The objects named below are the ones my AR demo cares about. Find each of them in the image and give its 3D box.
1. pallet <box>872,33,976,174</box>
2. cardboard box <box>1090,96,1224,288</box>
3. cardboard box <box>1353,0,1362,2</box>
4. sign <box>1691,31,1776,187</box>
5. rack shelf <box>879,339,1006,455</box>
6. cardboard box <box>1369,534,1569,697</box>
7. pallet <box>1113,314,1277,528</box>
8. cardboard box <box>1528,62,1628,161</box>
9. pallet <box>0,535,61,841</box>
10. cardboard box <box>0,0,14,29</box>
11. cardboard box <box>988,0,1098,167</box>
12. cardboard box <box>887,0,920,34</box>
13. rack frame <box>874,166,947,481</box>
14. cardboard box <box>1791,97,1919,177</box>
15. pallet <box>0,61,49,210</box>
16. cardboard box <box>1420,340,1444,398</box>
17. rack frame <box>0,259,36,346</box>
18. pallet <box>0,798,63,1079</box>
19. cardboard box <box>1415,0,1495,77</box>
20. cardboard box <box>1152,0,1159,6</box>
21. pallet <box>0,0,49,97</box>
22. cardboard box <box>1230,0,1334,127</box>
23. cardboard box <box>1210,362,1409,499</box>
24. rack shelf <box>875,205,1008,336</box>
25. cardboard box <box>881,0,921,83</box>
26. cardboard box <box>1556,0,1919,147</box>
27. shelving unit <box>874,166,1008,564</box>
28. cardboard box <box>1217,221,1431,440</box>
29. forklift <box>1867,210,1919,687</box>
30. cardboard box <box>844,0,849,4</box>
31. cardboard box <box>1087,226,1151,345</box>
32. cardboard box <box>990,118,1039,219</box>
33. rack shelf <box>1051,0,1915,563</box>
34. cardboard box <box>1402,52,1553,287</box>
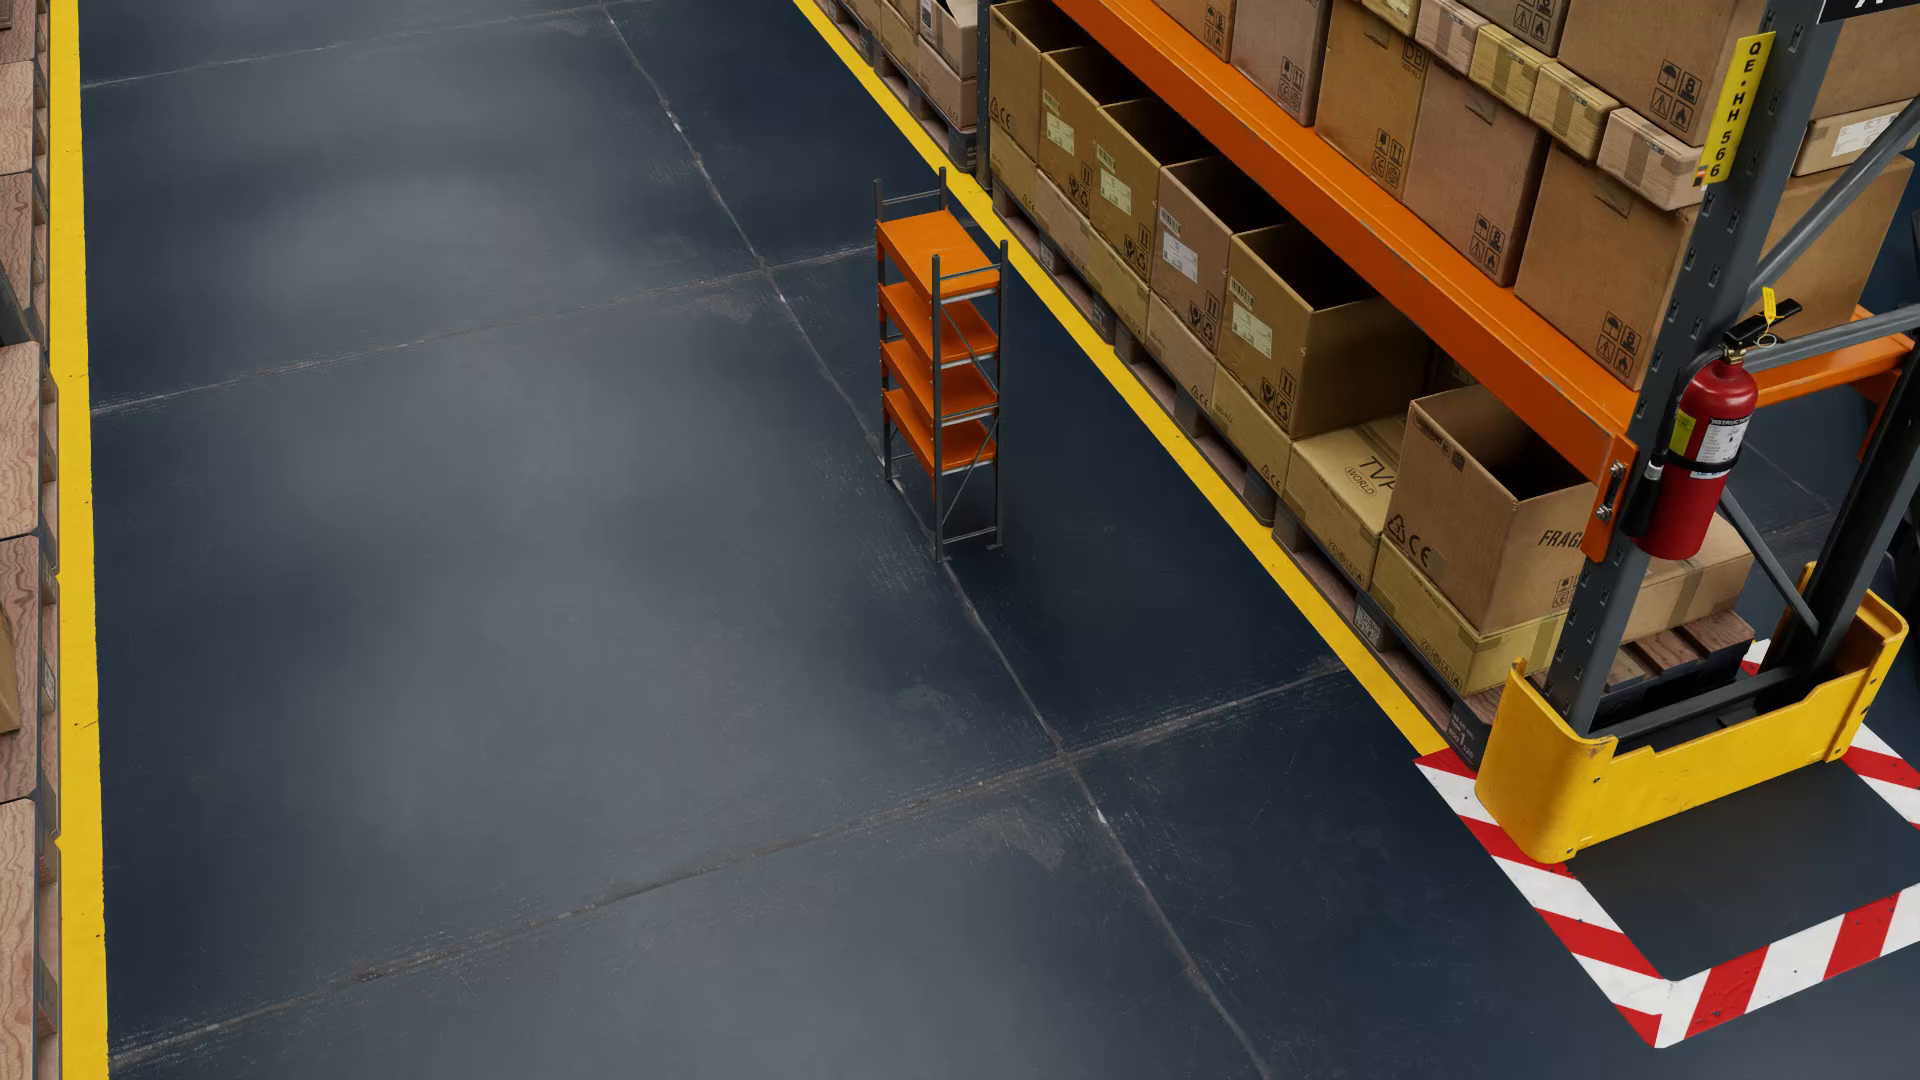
[{"bbox_3d":[0.240,-2.261,8.217,1.003,0.211,1.213,-15,43,-17],"label":"pallet"},{"bbox_3d":[0.829,-1.325,6.202,0.500,0.500,0.500,-15,43,-17],"label":"cardboard box"},{"bbox_3d":[1.269,-1.720,4.876,0.380,0.149,0.250,-14,43,-16],"label":"cardboard box"},{"bbox_3d":[1.582,-0.876,3.399,0.100,0.325,0.005,-15,43,-17],"label":"sign"},{"bbox_3d":[-0.063,-0.504,5.519,0.258,0.148,0.480,-15,43,-17],"label":"rack shelf"},{"bbox_3d":[1.610,0.160,5.050,0.500,0.250,0.500,-15,43,-17],"label":"cardboard box"},{"bbox_3d":[1.294,-0.601,6.287,1.003,0.211,1.213,-15,43,-17],"label":"pallet"},{"bbox_3d":[1.665,-1.098,4.152,0.380,0.149,0.250,-14,43,-16],"label":"cardboard box"},{"bbox_3d":[-3.257,0.543,4.956,1.003,0.211,1.213,-15,43,-17],"label":"pallet"},{"bbox_3d":[-5.224,-2.854,8.348,0.700,0.500,0.500,-15,43,-16],"label":"cardboard box"},{"bbox_3d":[0.446,-1.927,6.902,0.500,0.500,0.500,-15,43,-17],"label":"cardboard box"},{"bbox_3d":[-0.067,-2.697,7.943,0.500,0.311,0.500,-14,43,-16],"label":"cardboard box"},{"bbox_3d":[-0.157,-0.702,5.646,0.240,1.200,0.015,-15,43,-17],"label":"rack frame"},{"bbox_3d":[2.137,-1.048,4.094,0.380,0.149,0.250,-15,43,-17],"label":"cardboard box"},{"bbox_3d":[-4.787,-1.793,7.673,1.003,0.211,1.213,-15,43,-17],"label":"pallet"},{"bbox_3d":[1.693,-0.853,5.652,0.500,0.500,0.500,-15,43,-17],"label":"cardboard box"},{"bbox_3d":[-4.017,-1.646,5.363,1.000,3.000,0.127,-15,43,-17],"label":"rack frame"},{"bbox_3d":[-2.794,1.277,4.103,1.003,0.211,1.213,-15,43,-17],"label":"pallet"},{"bbox_3d":[1.473,-1.404,4.508,0.380,0.149,0.250,-15,43,-16],"label":"cardboard box"},{"bbox_3d":[0.941,-2.340,6.094,0.700,0.500,0.500,-16,43,-17],"label":"cardboard box"},{"bbox_3d":[-5.250,-2.527,8.527,1.003,0.211,1.213,-15,43,-17],"label":"pallet"},{"bbox_3d":[1.327,-1.728,5.383,0.700,0.500,0.500,-14,43,-16],"label":"cardboard box"},{"bbox_3d":[1.215,-0.439,5.747,0.500,0.250,0.500,-15,43,-17],"label":"cardboard box"},{"bbox_3d":[-0.063,-0.853,5.219,0.258,0.148,0.480,-15,43,-17],"label":"rack shelf"},{"bbox_3d":[-0.060,-2.483,8.124,0.500,0.250,0.500,-16,43,-18],"label":"cardboard box"},{"bbox_3d":[1.901,-1.320,3.913,0.700,0.500,0.500,-15,43,-17],"label":"cardboard box"},{"bbox_3d":[-0.063,-0.555,5.475,0.258,1.200,0.503,-15,43,-17],"label":"shelving unit"},{"bbox_3d":[1.212,-0.723,5.502,0.500,0.500,0.500,-15,43,-17],"label":"cardboard box"},{"bbox_3d":[3.887,-1.331,5.050,1.130,2.935,3.031,12,42,14],"label":"forklift"},{"bbox_3d":[-0.450,-3.098,8.839,0.500,0.250,0.500,-14,43,-16],"label":"cardboard box"},{"bbox_3d":[0.828,-1.041,6.446,0.500,0.250,0.500,-15,43,-17],"label":"cardboard box"},{"bbox_3d":[0.455,-1.646,7.150,0.500,0.250,0.500,-15,43,-17],"label":"cardboard box"},{"bbox_3d":[1.323,-1.406,5.637,1.077,0.370,4.000,-15,43,-17],"label":"rack shelf"},{"bbox_3d":[1.716,-1.112,4.666,0.700,0.500,0.500,-14,43,-16],"label":"cardboard box"}]
